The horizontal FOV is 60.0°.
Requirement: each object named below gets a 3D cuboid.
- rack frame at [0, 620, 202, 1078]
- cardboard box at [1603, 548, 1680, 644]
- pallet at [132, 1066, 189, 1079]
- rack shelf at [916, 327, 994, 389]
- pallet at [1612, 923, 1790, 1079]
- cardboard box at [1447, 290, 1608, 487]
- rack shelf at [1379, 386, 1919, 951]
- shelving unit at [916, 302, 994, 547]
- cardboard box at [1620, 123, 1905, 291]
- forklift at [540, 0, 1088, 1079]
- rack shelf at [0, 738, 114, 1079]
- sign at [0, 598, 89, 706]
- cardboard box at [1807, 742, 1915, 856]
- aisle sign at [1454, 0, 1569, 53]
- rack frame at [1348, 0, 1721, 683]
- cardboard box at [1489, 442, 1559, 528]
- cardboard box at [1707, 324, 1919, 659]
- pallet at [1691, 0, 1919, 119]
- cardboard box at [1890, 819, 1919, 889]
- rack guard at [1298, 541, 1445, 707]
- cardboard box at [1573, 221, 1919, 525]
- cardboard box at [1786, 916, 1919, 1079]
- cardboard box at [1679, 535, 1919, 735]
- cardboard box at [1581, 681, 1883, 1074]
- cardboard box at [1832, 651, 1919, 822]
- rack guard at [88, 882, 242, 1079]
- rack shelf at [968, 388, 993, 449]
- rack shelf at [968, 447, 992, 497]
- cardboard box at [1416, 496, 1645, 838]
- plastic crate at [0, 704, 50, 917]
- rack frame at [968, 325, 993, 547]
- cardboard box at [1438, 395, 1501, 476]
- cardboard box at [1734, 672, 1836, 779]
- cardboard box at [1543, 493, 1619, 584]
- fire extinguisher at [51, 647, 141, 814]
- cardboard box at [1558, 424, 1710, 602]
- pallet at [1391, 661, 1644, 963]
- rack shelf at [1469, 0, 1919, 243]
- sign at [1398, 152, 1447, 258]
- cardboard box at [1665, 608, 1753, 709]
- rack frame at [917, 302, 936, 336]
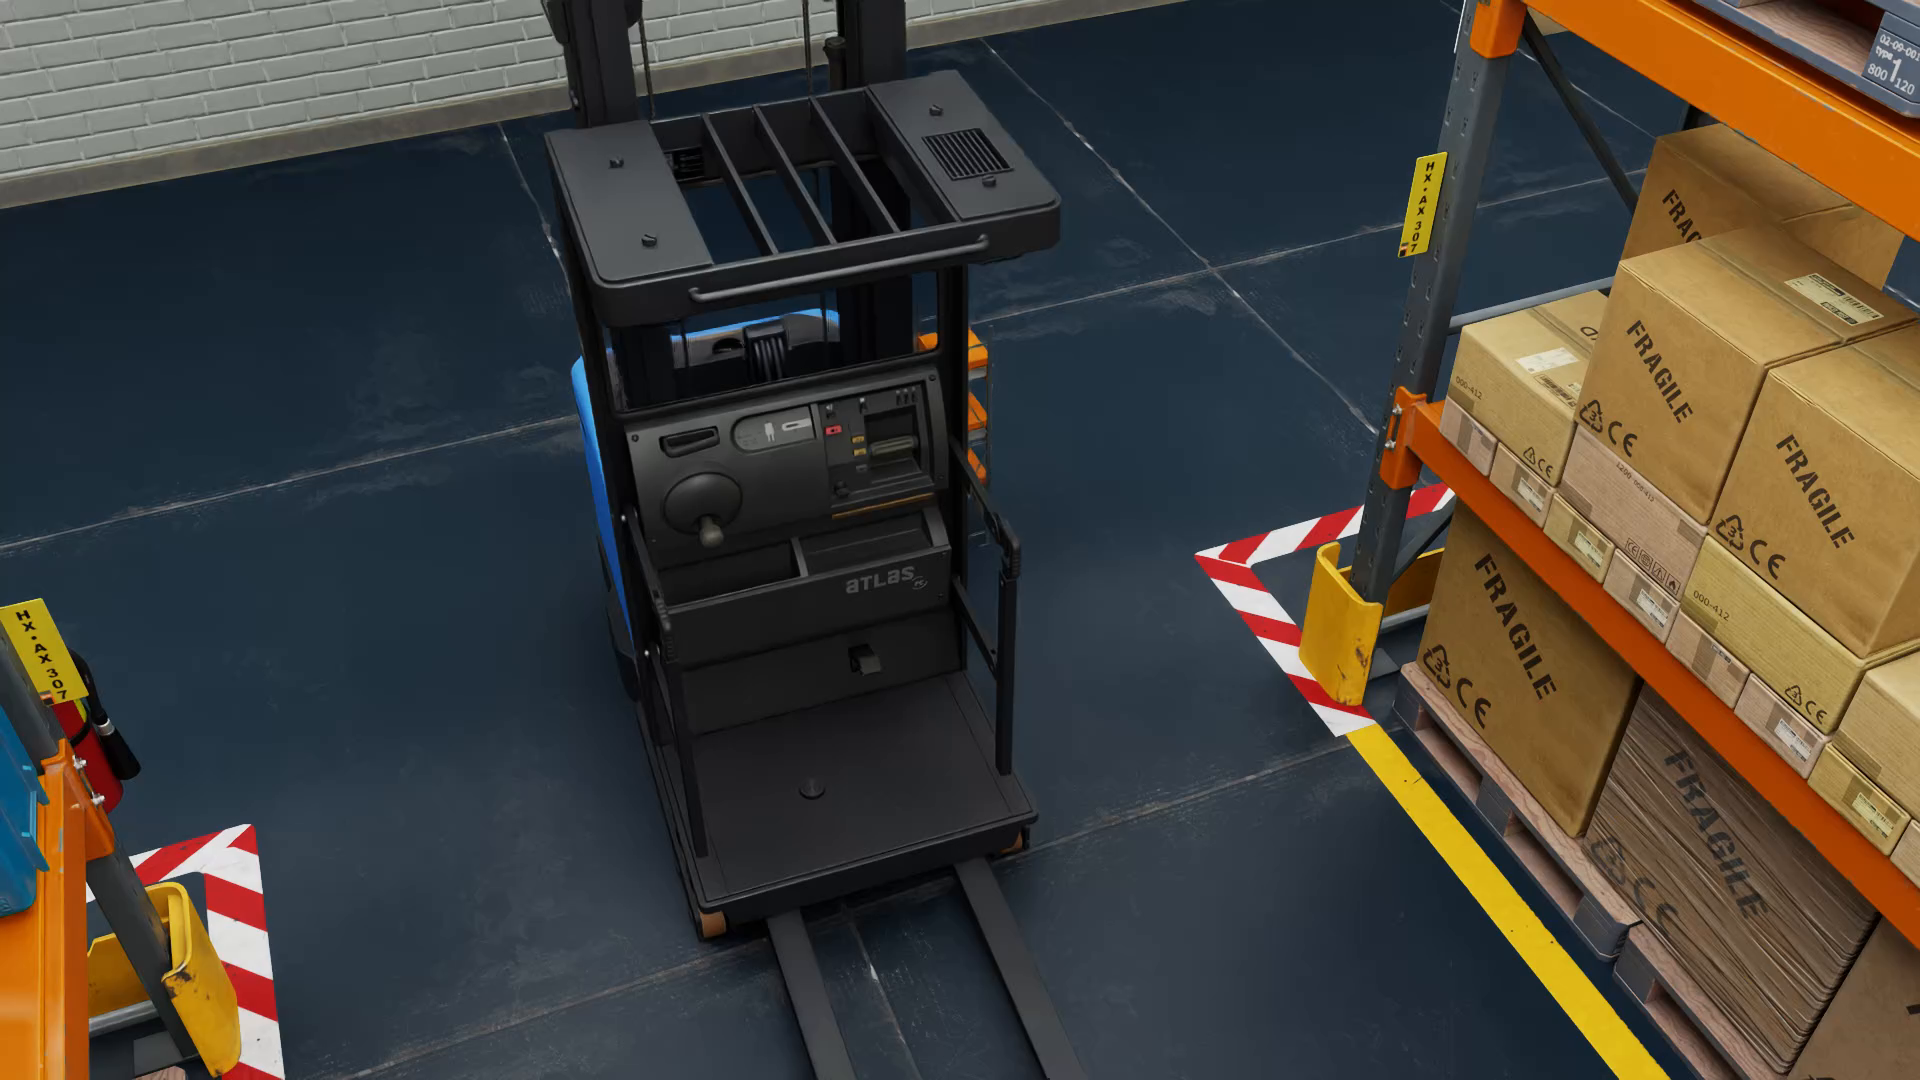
[{"bbox_3d":[-2.710,0.482,3.889,1.000,3.000,0.127,-15,43,-17],"label":"rack frame"},{"bbox_3d":[1.996,0.103,4.522,0.380,0.149,0.250,-16,43,-18],"label":"cardboard box"},{"bbox_3d":[-2.430,2.046,4.209,1.003,0.211,1.213,-15,43,-17],"label":"pallet"},{"bbox_3d":[-0.020,-0.637,6.267,0.215,0.259,0.240,-15,43,-17],"label":"rack shelf"},{"bbox_3d":[2.707,1.500,4.844,1.003,0.211,1.213,-15,43,-17],"label":"pallet"},{"bbox_3d":[1.800,-0.453,4.863,0.500,0.250,0.500,-16,43,-18],"label":"cardboard box"},{"bbox_3d":[2.632,0.724,4.159,1.077,0.370,4.000,-15,43,-17],"label":"rack shelf"},{"bbox_3d":[-0.020,-0.430,6.445,0.215,1.050,0.252,-15,43,-17],"label":"shelving unit"},{"bbox_3d":[2.295,-0.866,4.768,0.500,0.500,0.500,-15,43,-16],"label":"cardboard box"},{"bbox_3d":[-0.416,-0.157,4.685,1.130,2.935,3.031,-13,42,-15],"label":"forklift"},{"bbox_3d":[-1.945,1.960,2.722,1.077,0.370,4.000,-15,43,-17],"label":"rack shelf"},{"bbox_3d":[-2.208,0.273,4.006,0.100,0.325,0.005,-15,43,-17],"label":"sign"},{"bbox_3d":[2.287,0.564,3.986,0.380,0.149,0.250,-16,43,-18],"label":"cardboard box"},{"bbox_3d":[1.562,-1.708,4.441,0.394,0.787,0.004,-15,43,-17],"label":"aisle sign"},{"bbox_3d":[1.866,-0.753,5.326,1.000,3.000,0.127,-15,43,-17],"label":"rack frame"},{"bbox_3d":[1.797,-0.208,4.884,0.380,0.149,0.250,-16,43,-17],"label":"cardboard box"},{"bbox_3d":[2.196,-0.125,3.907,0.500,0.500,0.500,-16,43,-18],"label":"cardboard box"},{"bbox_3d":[2.160,-1.413,3.860,1.003,0.211,1.213,-15,43,-17],"label":"pallet"},{"bbox_3d":[2.389,0.722,3.803,0.380,0.149,0.250,-14,43,-16],"label":"cardboard box"},{"bbox_3d":[1.857,0.180,6.157,1.175,0.500,0.348,-15,43,-17],"label":"rack guard"},{"bbox_3d":[1.992,-0.436,4.268,0.500,0.500,0.500,-16,43,-18],"label":"cardboard box"},{"bbox_3d":[2.874,1.343,4.195,0.875,0.875,0.875,-15,43,-17],"label":"cardboard box"},{"bbox_3d":[2.194,0.162,4.148,0.500,0.250,0.500,-16,43,-18],"label":"cardboard box"},{"bbox_3d":[2.533,0.807,4.819,0.875,0.875,0.875,-15,43,-17],"label":"cardboard box"},{"bbox_3d":[2.399,0.475,3.784,0.500,0.250,0.500,-16,43,-18],"label":"cardboard box"},{"bbox_3d":[-2.731,1.419,4.717,1.175,0.500,0.348,-15,43,-17],"label":"rack guard"},{"bbox_3d":[-0.020,-0.422,6.452,0.215,0.259,0.240,-15,43,-17],"label":"rack shelf"},{"bbox_3d":[-0.020,-0.212,6.633,0.215,0.259,0.240,-15,43,-17],"label":"rack shelf"},{"bbox_3d":[2.185,0.259,5.456,0.875,0.875,0.875,-15,43,-17],"label":"cardboard box"},{"bbox_3d":[-2.409,0.601,3.677,0.616,0.435,0.499,-15,43,-17],"label":"plastic crate"},{"bbox_3d":[0.026,-0.357,6.360,0.200,1.050,0.008,-15,43,-17],"label":"rack frame"},{"bbox_3d":[1.697,-0.362,5.063,0.380,0.149,0.250,-15,43,-16],"label":"cardboard box"},{"bbox_3d":[2.191,0.412,4.163,0.380,0.149,0.250,-16,43,-17],"label":"cardboard box"},{"bbox_3d":[1.895,-0.054,4.704,0.380,0.149,0.250,-16,43,-18],"label":"cardboard box"},{"bbox_3d":[-2.348,0.449,4.273,0.296,0.674,0.183,-15,43,-17],"label":"fire extinguisher"},{"bbox_3d":[2.005,-0.141,4.501,0.500,0.250,0.500,-16,43,-17],"label":"cardboard box"},{"bbox_3d":[2.244,0.766,5.697,1.003,0.211,1.213,-15,43,-17],"label":"pallet"},{"bbox_3d":[2.632,-0.413,3.181,1.077,0.370,4.000,-15,43,-17],"label":"rack shelf"},{"bbox_3d":[1.351,-0.977,4.861,0.100,0.325,0.005,-15,43,-17],"label":"sign"},{"bbox_3d":[2.092,0.257,4.344,0.380,0.149,0.250,-16,43,-18],"label":"cardboard box"},{"bbox_3d":[-0.067,-0.504,6.531,0.200,1.050,0.008,-15,43,-17],"label":"rack frame"}]
